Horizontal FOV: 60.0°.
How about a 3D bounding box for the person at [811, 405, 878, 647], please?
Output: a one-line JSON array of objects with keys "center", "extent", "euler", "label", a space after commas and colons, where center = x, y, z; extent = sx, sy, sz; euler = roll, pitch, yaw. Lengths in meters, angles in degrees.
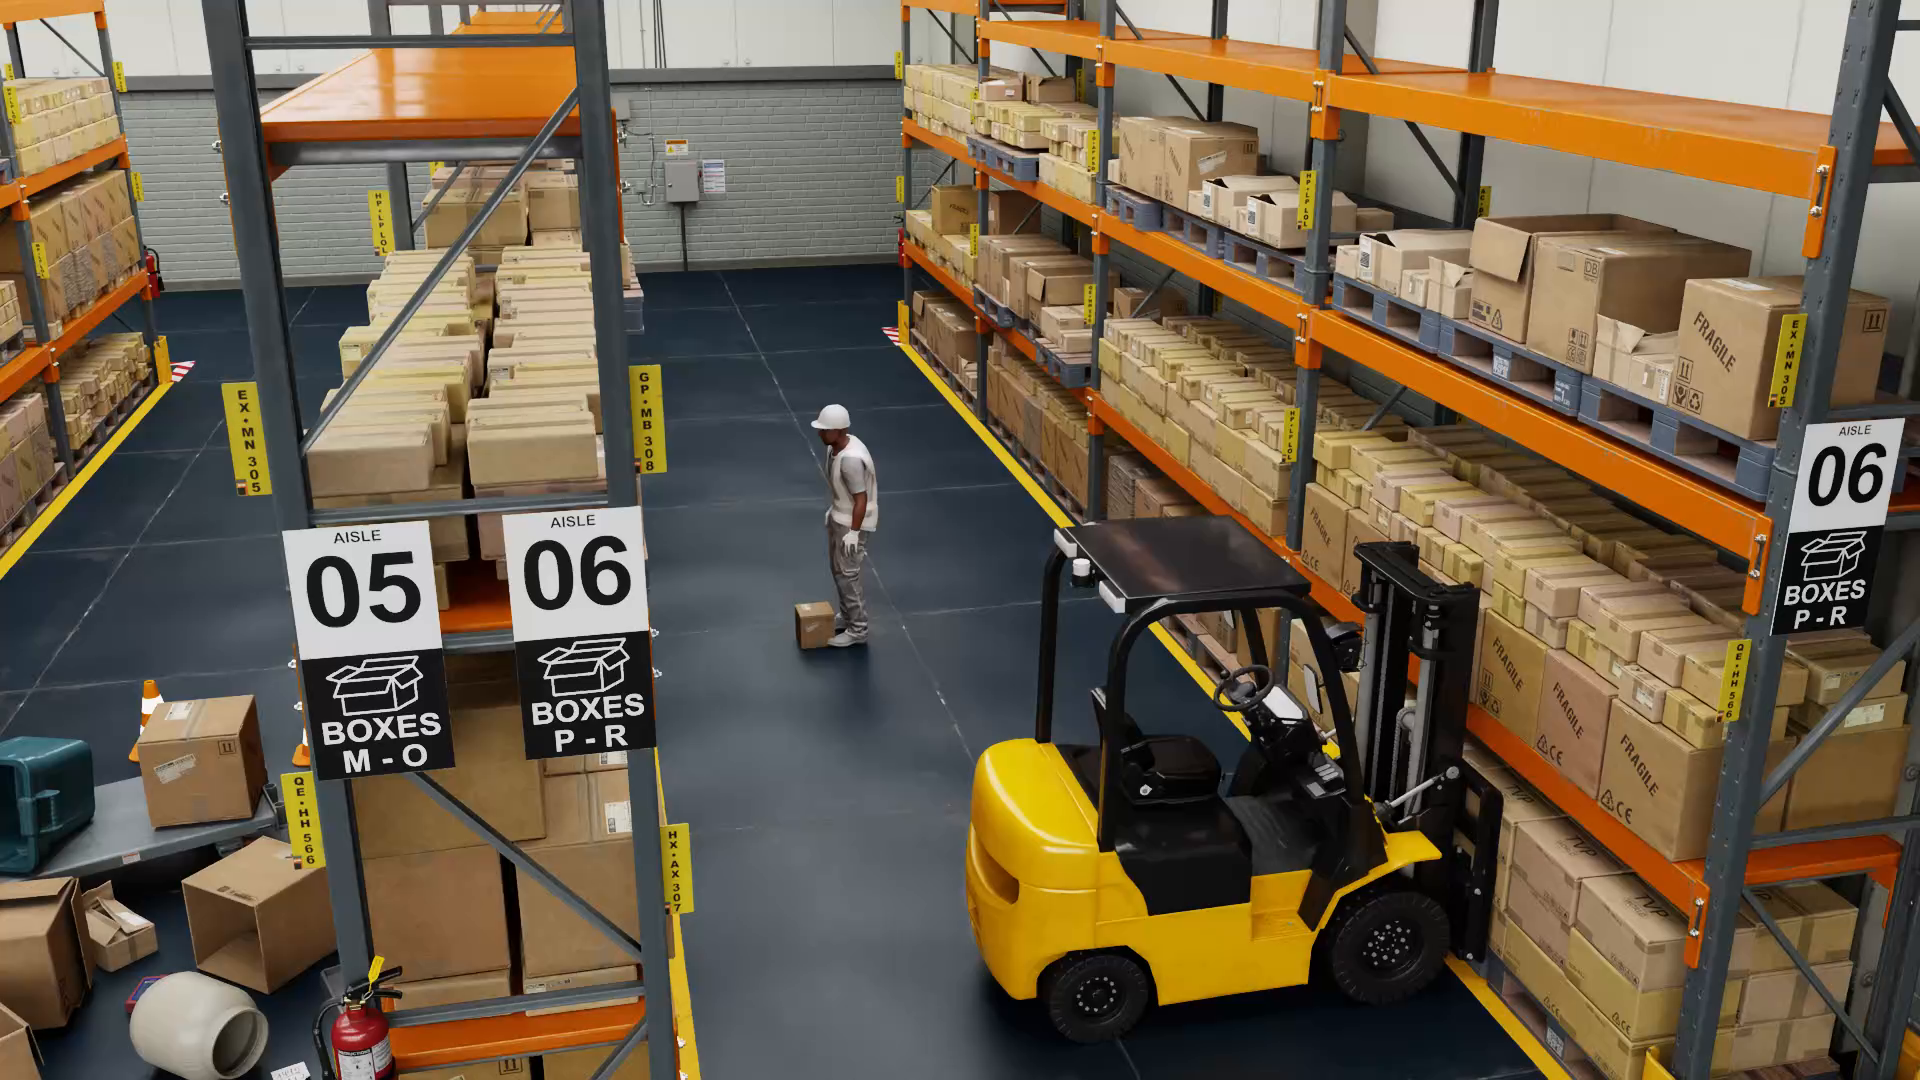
[{"center": [-0.824, -0.117, 11.887], "extent": [0.450, 1.773, 0.622], "euler": [-6, 20, -16], "label": "person"}]
